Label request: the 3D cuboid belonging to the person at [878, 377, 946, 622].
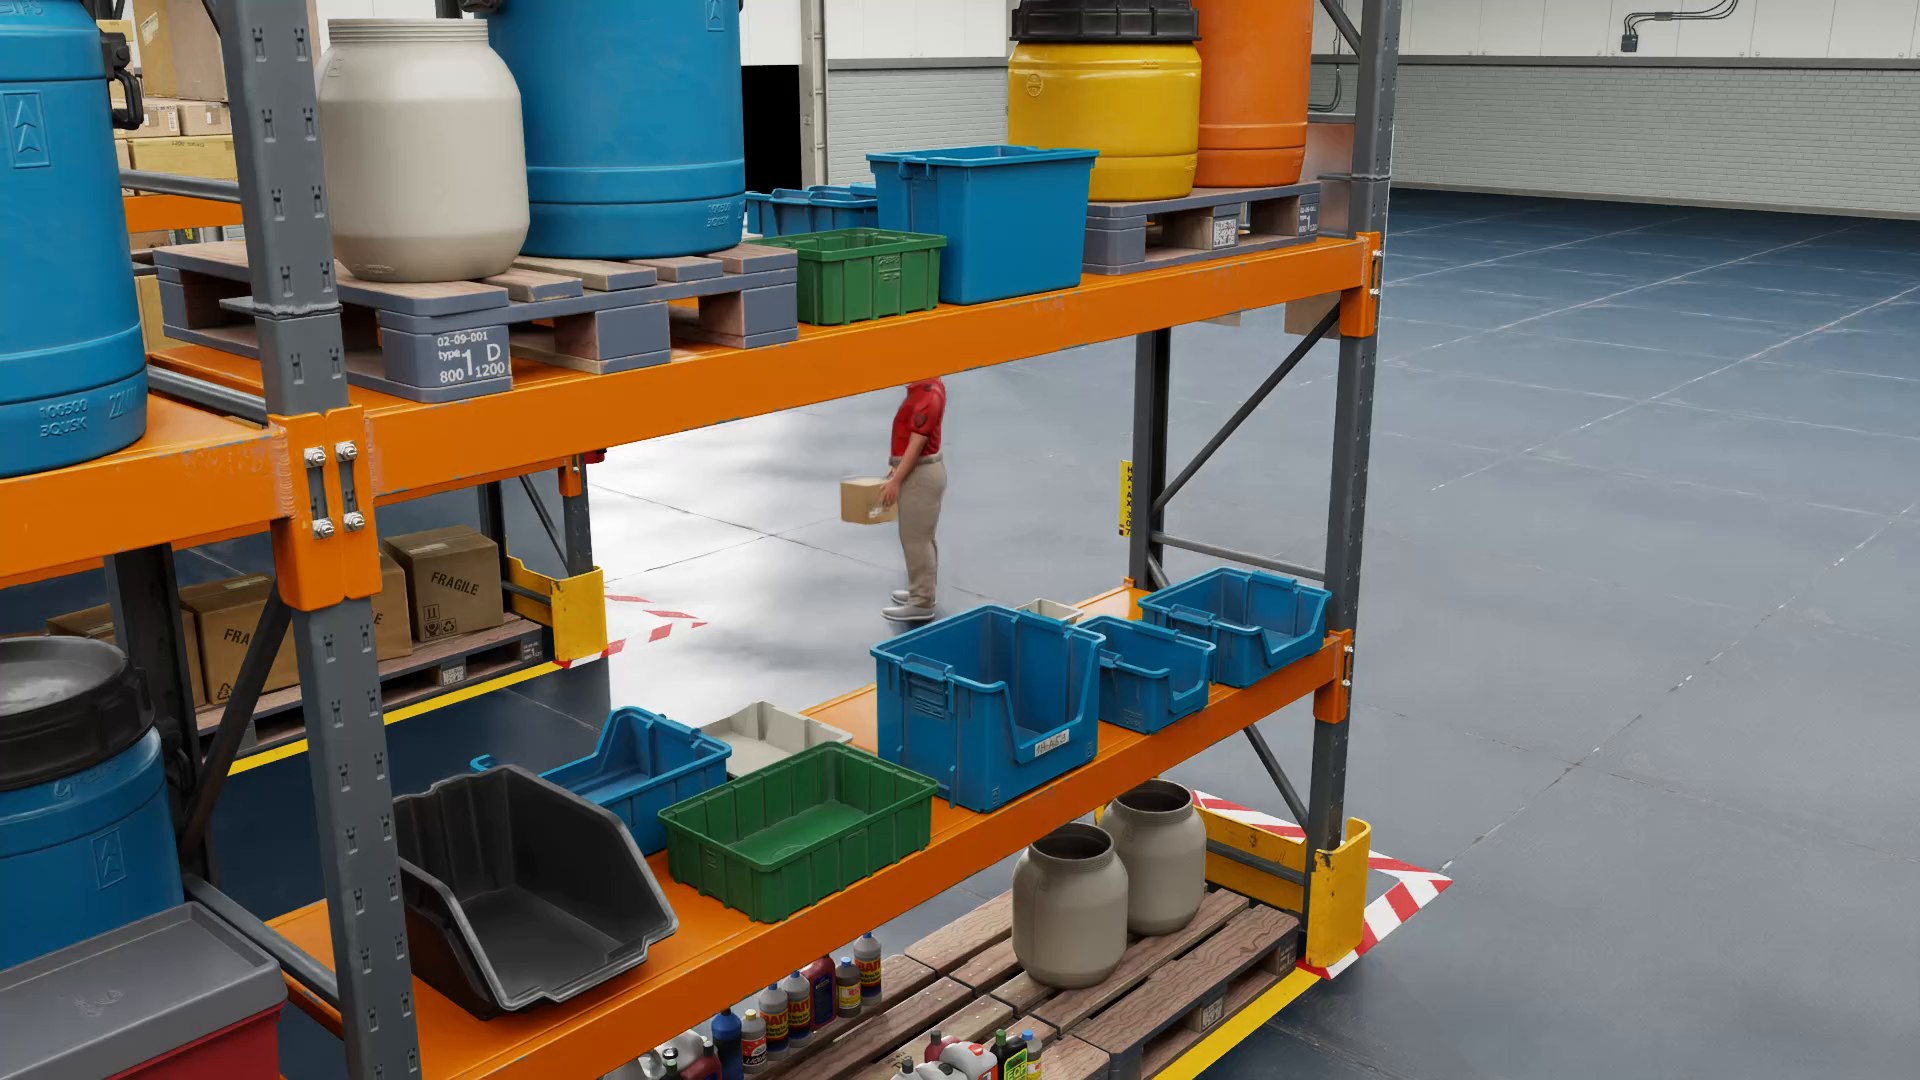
[{"bbox_3d":[-0.284,-0.368,10.227,0.400,1.740,0.596,1,17,3],"label":"person"}]
